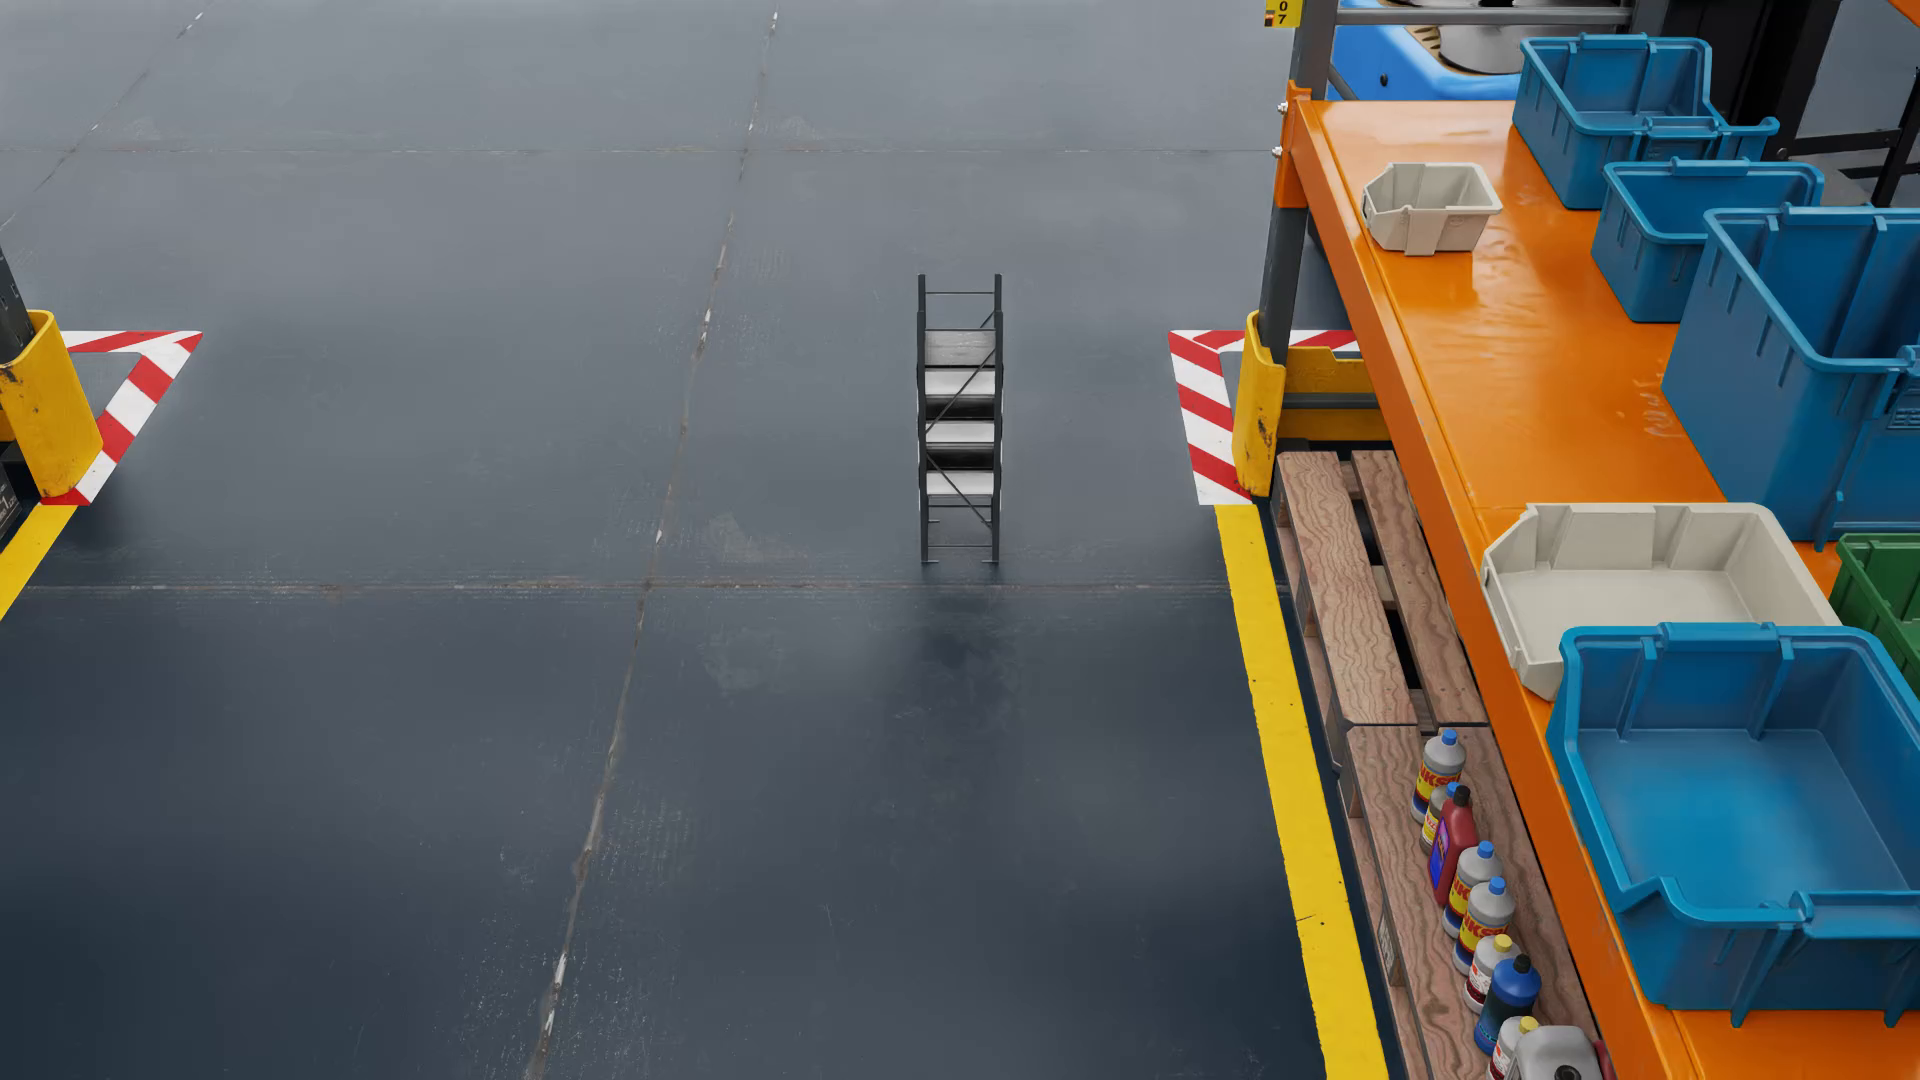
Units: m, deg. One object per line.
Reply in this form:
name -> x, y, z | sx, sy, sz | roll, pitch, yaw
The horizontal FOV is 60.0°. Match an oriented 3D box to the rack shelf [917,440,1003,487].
rack shelf -> 0.000, -0.250, 5.039 | 0.258, 0.077, 0.200 | 0, 39, 0

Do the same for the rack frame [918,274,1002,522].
rack frame -> 0.000, -0.410, 5.042 | 0.240, 0.900, 0.006 | 0, 39, 0

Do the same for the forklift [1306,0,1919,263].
forklift -> 2.954, -2.241, 5.703 | 3.031, 2.935, 1.130 | -6, 39, -8

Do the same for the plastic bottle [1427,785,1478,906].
plastic bottle -> 1.132, 0.697, 3.802 | 0.061, 0.283, 0.133 | 1, 39, 1

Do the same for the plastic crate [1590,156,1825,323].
plastic crate -> 1.754, -0.690, 3.832 | 0.499, 0.251, 0.408 | 0, 39, 0

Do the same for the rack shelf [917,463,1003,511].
rack shelf -> 0.000, -0.180, 5.096 | 0.258, 0.077, 0.200 | 0, 39, 0

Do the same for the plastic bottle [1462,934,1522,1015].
plastic bottle -> 1.150, 0.926, 3.582 | 0.097, 0.201, 0.097 | 0, 39, 0

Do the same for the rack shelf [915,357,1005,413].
rack shelf -> 0.000, -0.461, 4.871 | 0.258, 0.077, 0.200 | 0, 39, 0

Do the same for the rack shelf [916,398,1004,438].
rack shelf -> 0.000, -0.390, 4.927 | 0.258, 0.077, 0.200 | 0, 39, 0

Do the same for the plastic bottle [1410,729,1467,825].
plastic bottle -> 1.150, 0.560, 3.983 | 0.097, 0.271, 0.097 | 0, 39, 0

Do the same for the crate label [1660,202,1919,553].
crate label -> 1.732, -0.330, 3.235 | 0.502, 0.435, 0.616 | 0, 39, 0

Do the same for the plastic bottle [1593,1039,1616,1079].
plastic bottle -> 1.285, 1.096, 3.304 | 0.061, 0.283, 0.133 | 0, 39, 0

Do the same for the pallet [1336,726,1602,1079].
pallet -> 1.500, 0.938, 3.911 | 1.003, 0.211, 1.213 | 0, 39, 0

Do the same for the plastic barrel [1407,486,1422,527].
plastic barrel -> 1.536, -0.249, 4.815 | 0.421, 0.512, 0.421 | 0, 39, 0

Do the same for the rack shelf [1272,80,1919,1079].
rack shelf -> 1.462, 0.064, 3.346 | 1.077, 0.370, 4.000 | 0, 39, 0

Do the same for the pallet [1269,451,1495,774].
pallet -> 1.502, 0.177, 4.861 | 1.003, 0.211, 1.213 | 0, 39, 0

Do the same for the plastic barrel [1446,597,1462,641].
plastic barrel -> 1.537, 0.065, 4.424 | 0.421, 0.512, 0.421 | 0, 39, 0

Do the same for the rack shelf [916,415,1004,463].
rack shelf -> 0.000, -0.320, 4.983 | 0.258, 0.077, 0.200 | 0, 39, 0

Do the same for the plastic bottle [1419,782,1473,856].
plastic bottle -> 1.150, 0.652, 3.924 | 0.097, 0.201, 0.097 | 0, 39, 0

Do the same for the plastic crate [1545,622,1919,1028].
plastic crate -> 1.191, 0.400, 2.471 | 0.499, 0.251, 0.616 | 0, 39, 0

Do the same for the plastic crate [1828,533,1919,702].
plastic crate -> 1.745, 0.268, 2.687 | 0.450, 0.188, 0.662 | 0, 39, 0

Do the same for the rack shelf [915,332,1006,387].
rack shelf -> 0.000, -0.531, 4.814 | 0.258, 0.077, 0.200 | 0, 39, 0

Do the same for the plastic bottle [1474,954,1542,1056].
plastic bottle -> 1.150, 0.963, 3.479 | 0.097, 0.271, 0.097 | 0, 39, 0

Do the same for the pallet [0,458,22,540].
pallet -> -3.528, 0.180, 4.856 | 1.003, 0.211, 1.213 | 0, 39, 0

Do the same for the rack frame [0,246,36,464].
rack frame -> -3.494, -1.464, 4.678 | 1.000, 3.000, 0.127 | 0, 39, 0

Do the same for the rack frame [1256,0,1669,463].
rack frame -> 1.459, -1.467, 4.682 | 1.000, 3.000, 0.127 | 0, 39, 0

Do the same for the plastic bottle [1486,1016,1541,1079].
plastic bottle -> 1.151, 1.055, 3.421 | 0.097, 0.201, 0.097 | 0, 39, 0

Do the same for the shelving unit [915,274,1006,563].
shelving unit -> 0.000, -0.346, 4.962 | 0.258, 0.900, 0.210 | 0, 39, 0

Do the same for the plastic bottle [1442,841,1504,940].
plastic bottle -> 1.150, 0.774, 3.715 | 0.097, 0.271, 0.097 | 0, 39, 0

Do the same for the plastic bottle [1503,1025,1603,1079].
plastic bottle -> 1.178, 1.099, 3.306 | 0.152, 0.276, 0.135 | 1, 39, 1

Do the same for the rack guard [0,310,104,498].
rack guard -> -3.494, -0.441, 5.400 | 1.175, 0.500, 0.348 | 0, 39, 0

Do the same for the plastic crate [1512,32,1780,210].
plastic crate -> 1.759, -1.096, 4.338 | 0.499, 0.251, 0.616 | 0, 39, 0

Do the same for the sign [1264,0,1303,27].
sign -> 0.909, -1.577, 4.598 | 0.100, 0.325, 0.005 | 0, 39, 0

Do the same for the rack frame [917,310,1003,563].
rack frame -> 0.000, -0.282, 4.883 | 0.240, 0.900, 0.006 | 0, 39, 0

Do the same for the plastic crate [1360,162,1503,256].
plastic crate -> 1.138, -0.804, 4.066 | 0.298, 0.136, 0.250 | 0, 39, 0

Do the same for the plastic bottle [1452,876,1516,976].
plastic bottle -> 1.150, 0.837, 3.637 | 0.097, 0.271, 0.097 | 0, 39, 0

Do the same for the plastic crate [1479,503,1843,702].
plastic crate -> 1.209, 0.122, 2.910 | 0.530, 0.136, 0.437 | 0, 39, 0

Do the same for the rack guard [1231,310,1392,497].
rack guard -> 1.506, -0.444, 5.405 | 1.175, 0.500, 0.348 | 0, 39, 0
